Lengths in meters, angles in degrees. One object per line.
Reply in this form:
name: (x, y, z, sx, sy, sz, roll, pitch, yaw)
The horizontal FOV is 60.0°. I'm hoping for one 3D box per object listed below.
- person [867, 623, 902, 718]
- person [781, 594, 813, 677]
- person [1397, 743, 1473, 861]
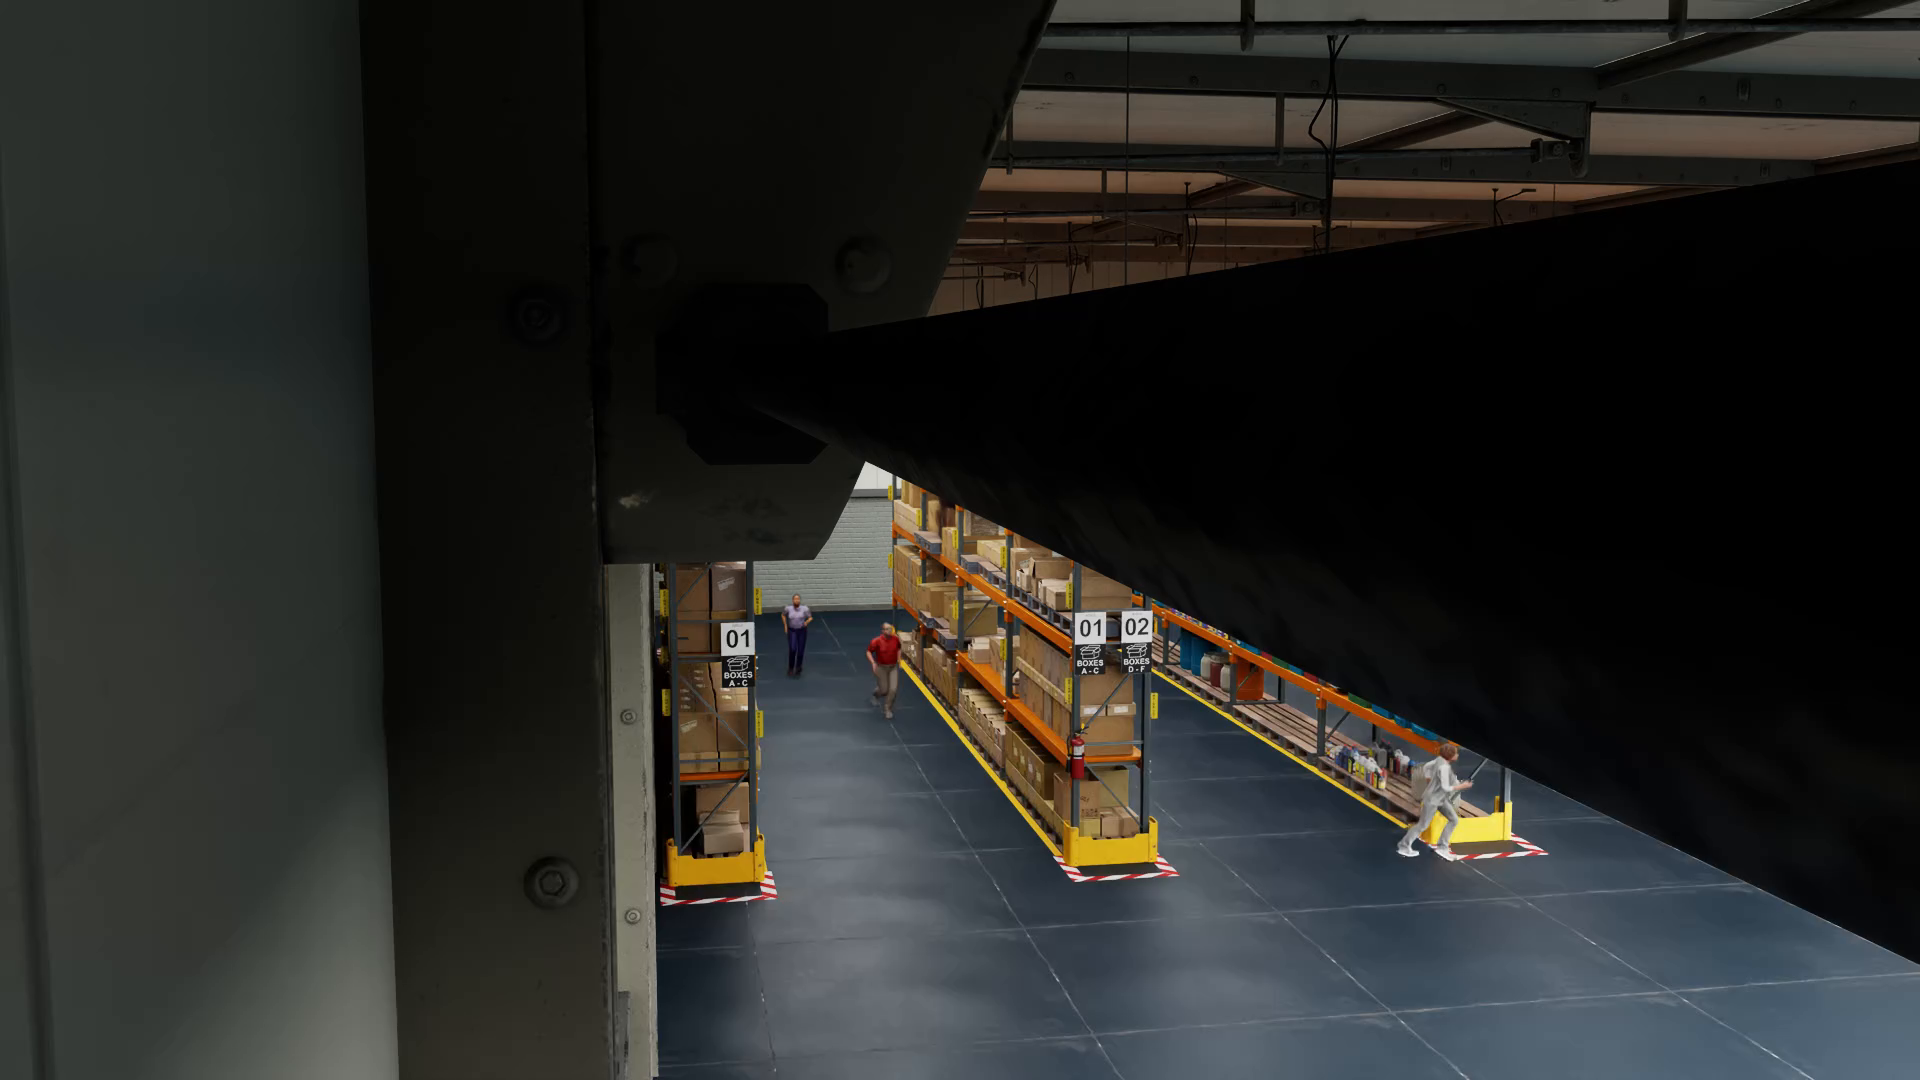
person: (-1.338, 2.304, 29.722, 0.677, 1.686, 0.636, -3, 7, -23)
person: (-3.269, 1.912, 33.472, 0.605, 1.683, 0.718, -1, 6, -12)
person: (5.973, 3.293, 20.905, 0.893, 1.544, 0.470, 3, 7, 23)
